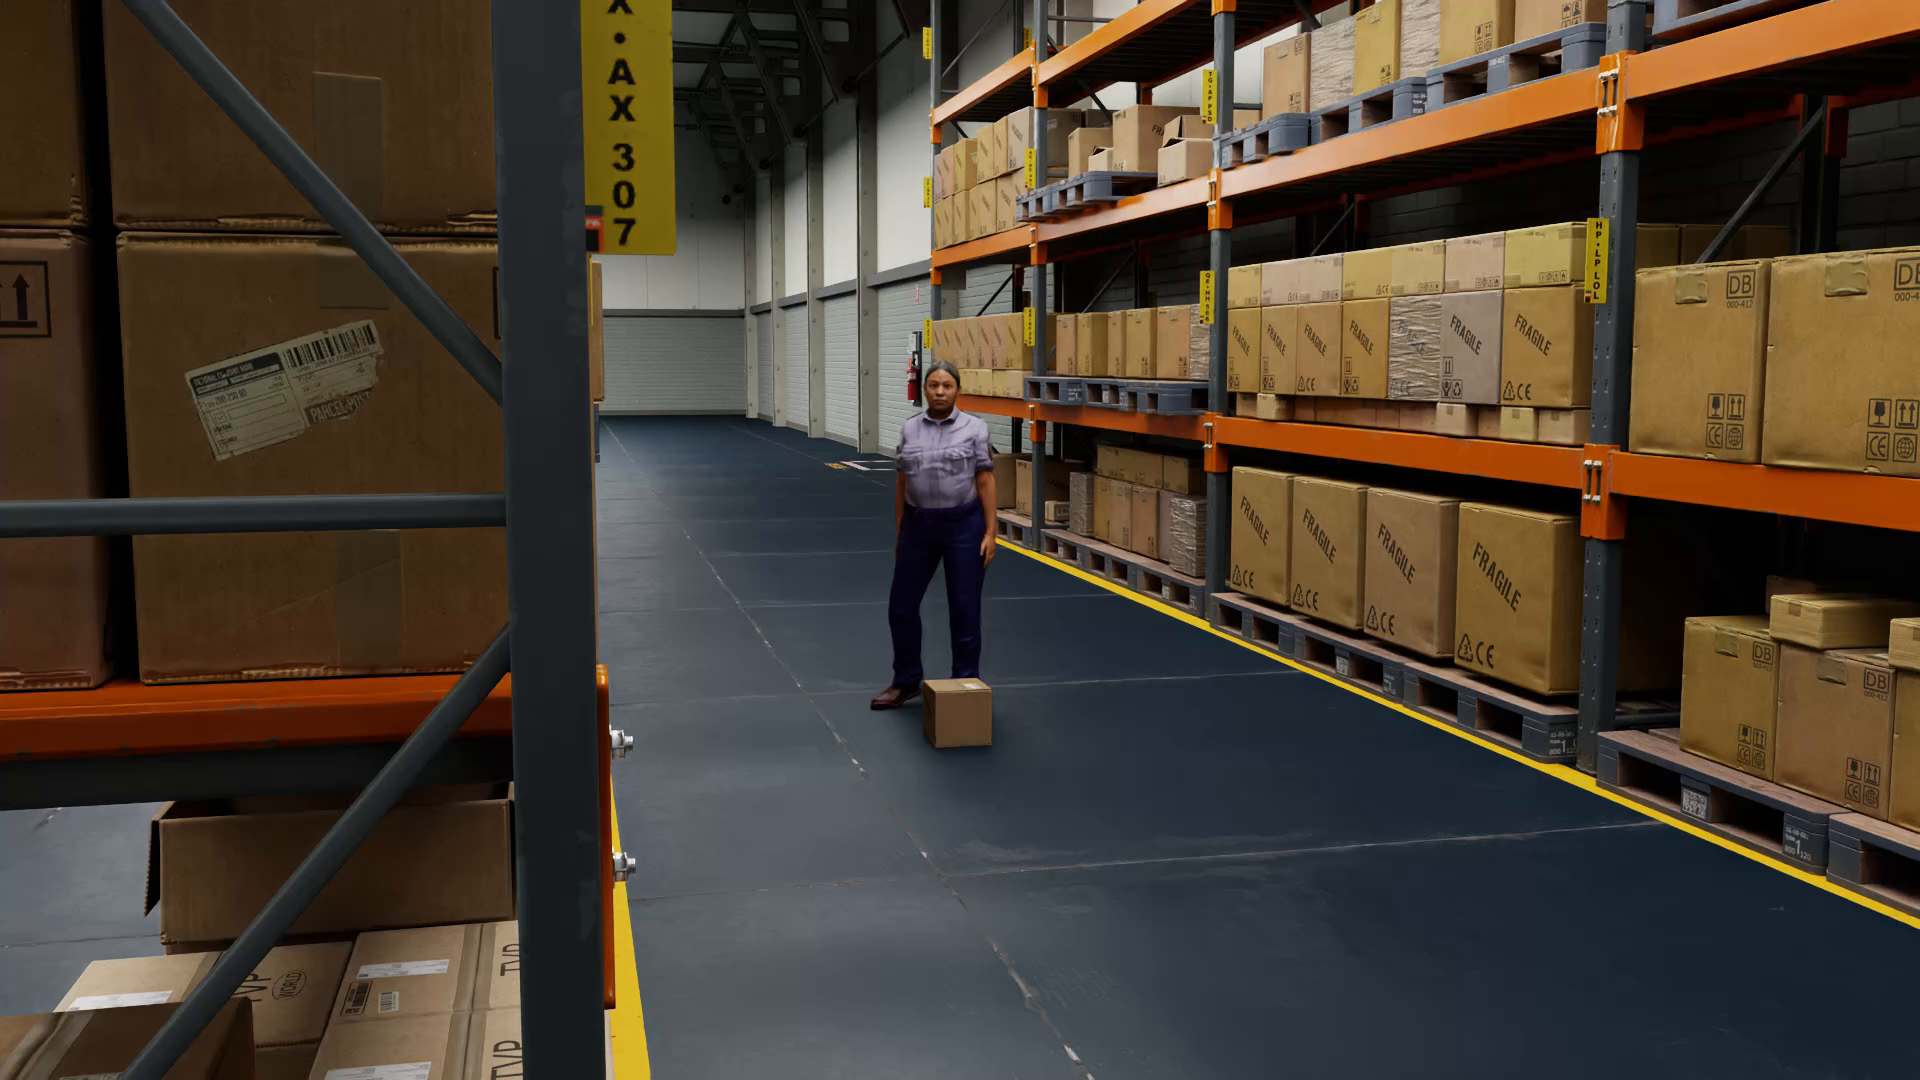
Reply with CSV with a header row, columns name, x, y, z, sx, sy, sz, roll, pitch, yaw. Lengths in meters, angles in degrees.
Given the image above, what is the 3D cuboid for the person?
name,x,y,z,sx,sy,sz,roll,pitch,yaw
person,-0.127,-0.008,7.807,0.610,1.665,0.392,1,6,13
